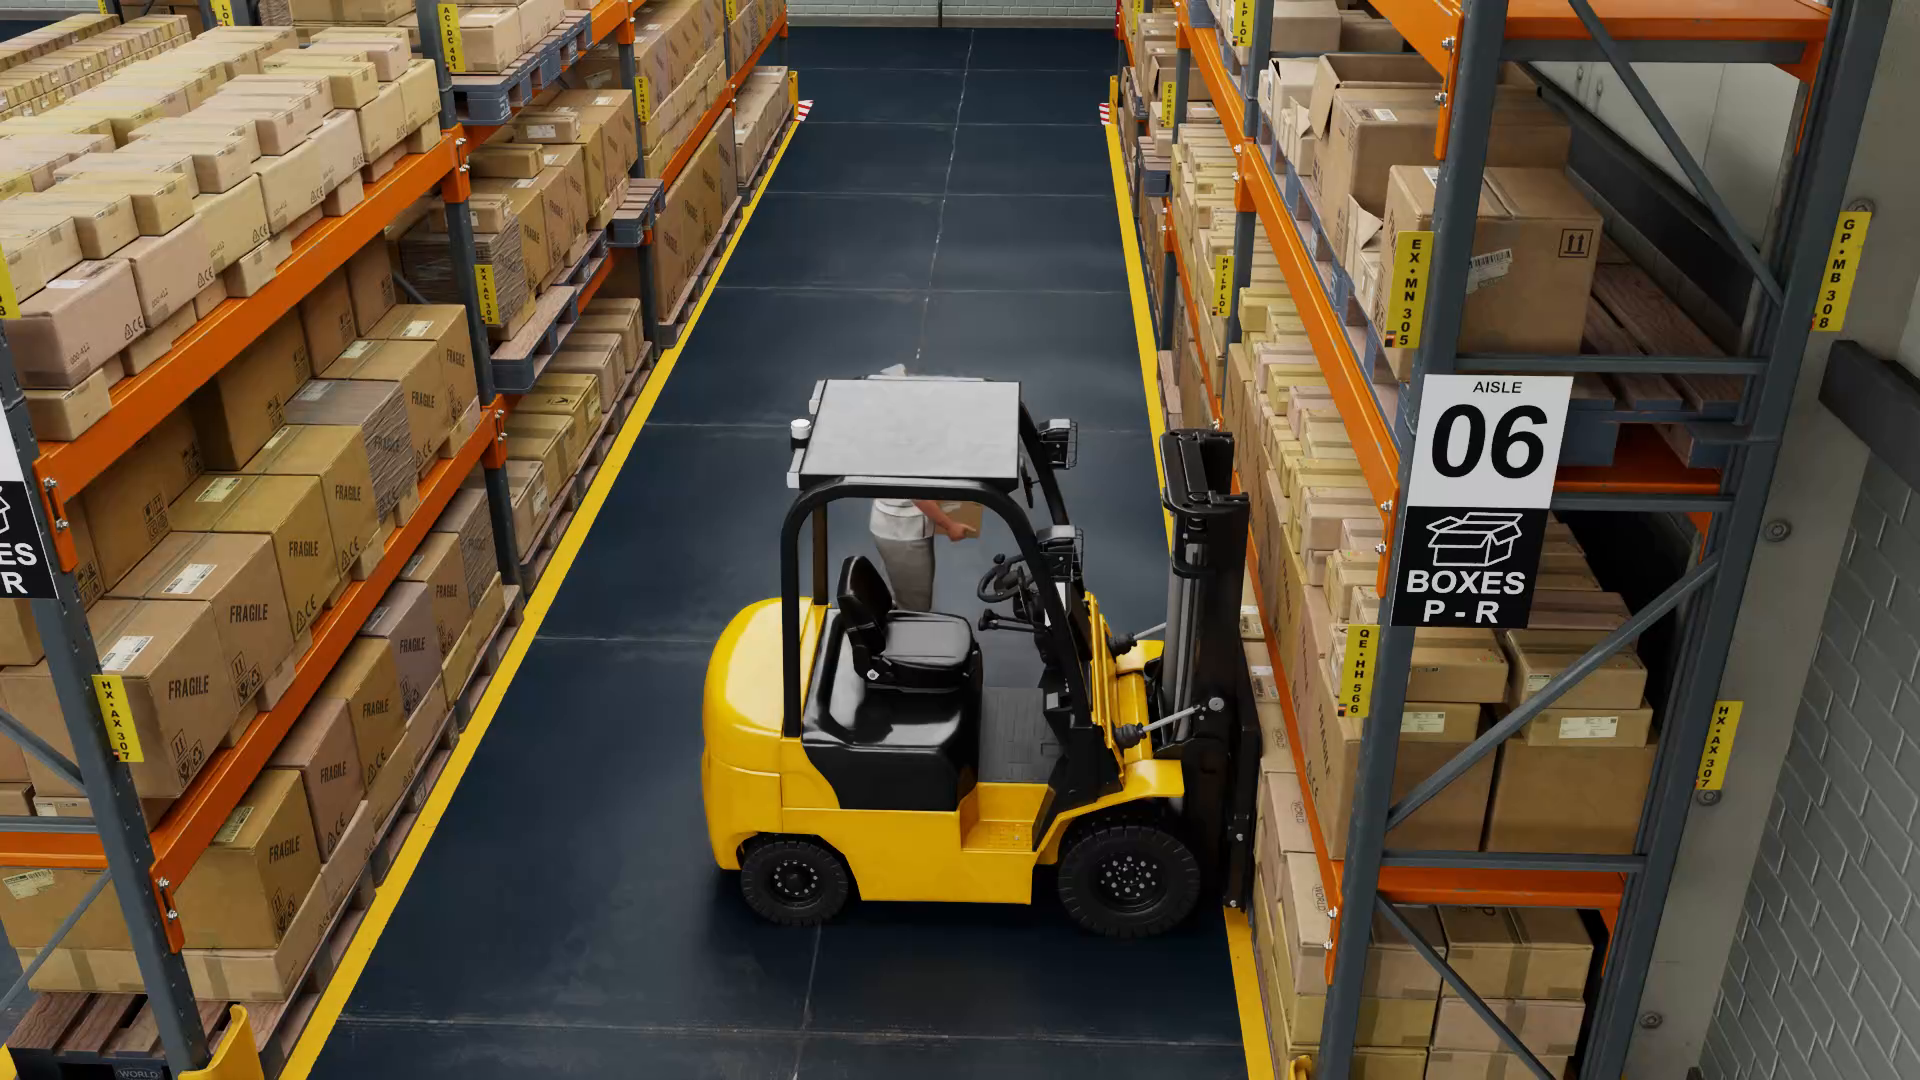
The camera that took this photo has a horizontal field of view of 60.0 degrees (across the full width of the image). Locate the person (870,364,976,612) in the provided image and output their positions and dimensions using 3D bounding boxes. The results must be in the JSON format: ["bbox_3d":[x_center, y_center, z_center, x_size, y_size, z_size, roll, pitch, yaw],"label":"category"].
[{"bbox_3d":[-0.196,-0.084,8.752,0.573,1.767,0.493,1,28,2],"label":"person"}]
